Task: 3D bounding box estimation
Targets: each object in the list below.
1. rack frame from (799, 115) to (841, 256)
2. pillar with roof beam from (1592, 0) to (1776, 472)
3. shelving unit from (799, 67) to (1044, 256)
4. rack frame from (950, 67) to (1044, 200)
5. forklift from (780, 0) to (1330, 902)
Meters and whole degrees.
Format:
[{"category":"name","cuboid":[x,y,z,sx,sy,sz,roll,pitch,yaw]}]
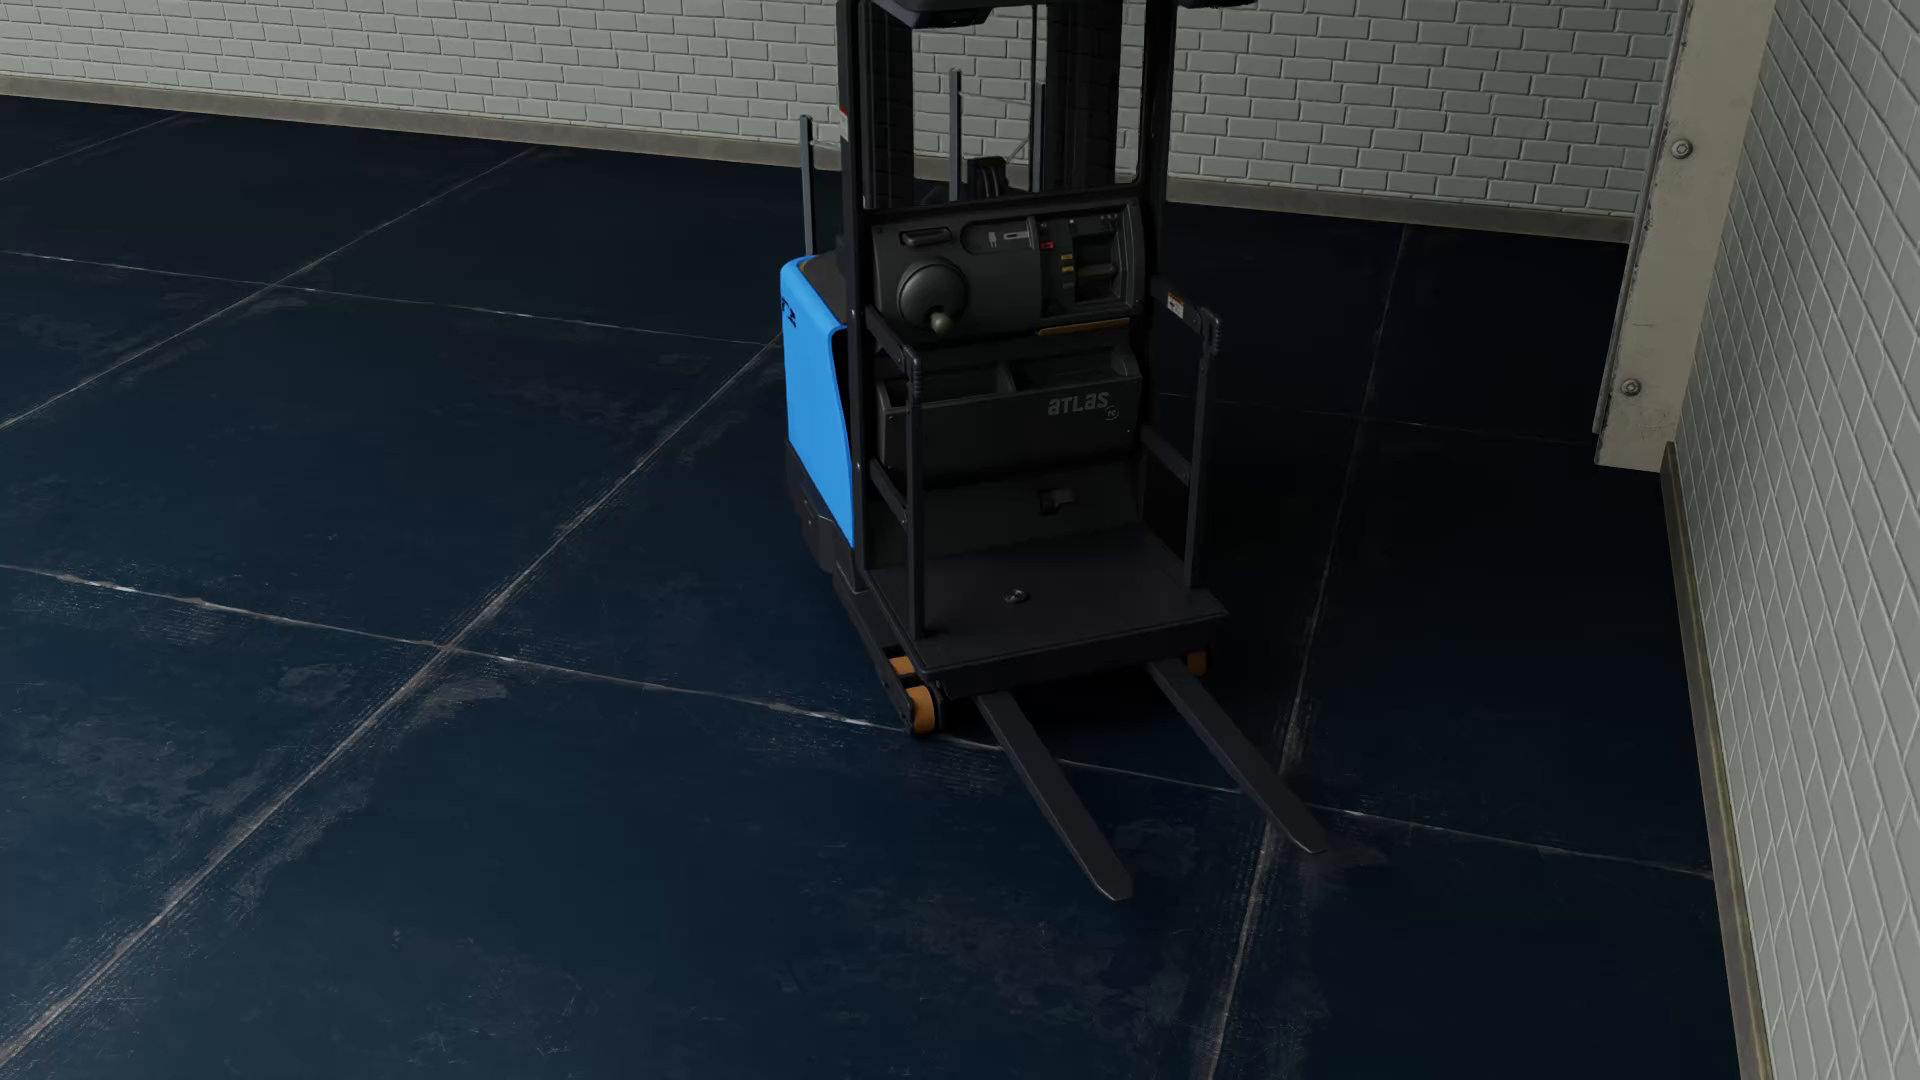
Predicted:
[{"category":"rack frame","cuboid":[-0.445,-1.002,7.009,0.500,1.500,0.032,20,35,31]},{"category":"pillar with roof beam","cuboid":[-1.105,-4.951,6.394,9.100,9.000,0.400,8,30,15]},{"category":"shelving unit","cuboid":[-0.142,-1.201,7.366,0.538,1.500,1.048,20,35,31]},{"category":"rack frame","cuboid":[0.162,-1.399,7.722,0.500,1.500,0.032,20,35,31]},{"category":"forklift","cuboid":[0.240,-0.851,5.266,1.130,2.935,3.031,-10,30,-17]}]
